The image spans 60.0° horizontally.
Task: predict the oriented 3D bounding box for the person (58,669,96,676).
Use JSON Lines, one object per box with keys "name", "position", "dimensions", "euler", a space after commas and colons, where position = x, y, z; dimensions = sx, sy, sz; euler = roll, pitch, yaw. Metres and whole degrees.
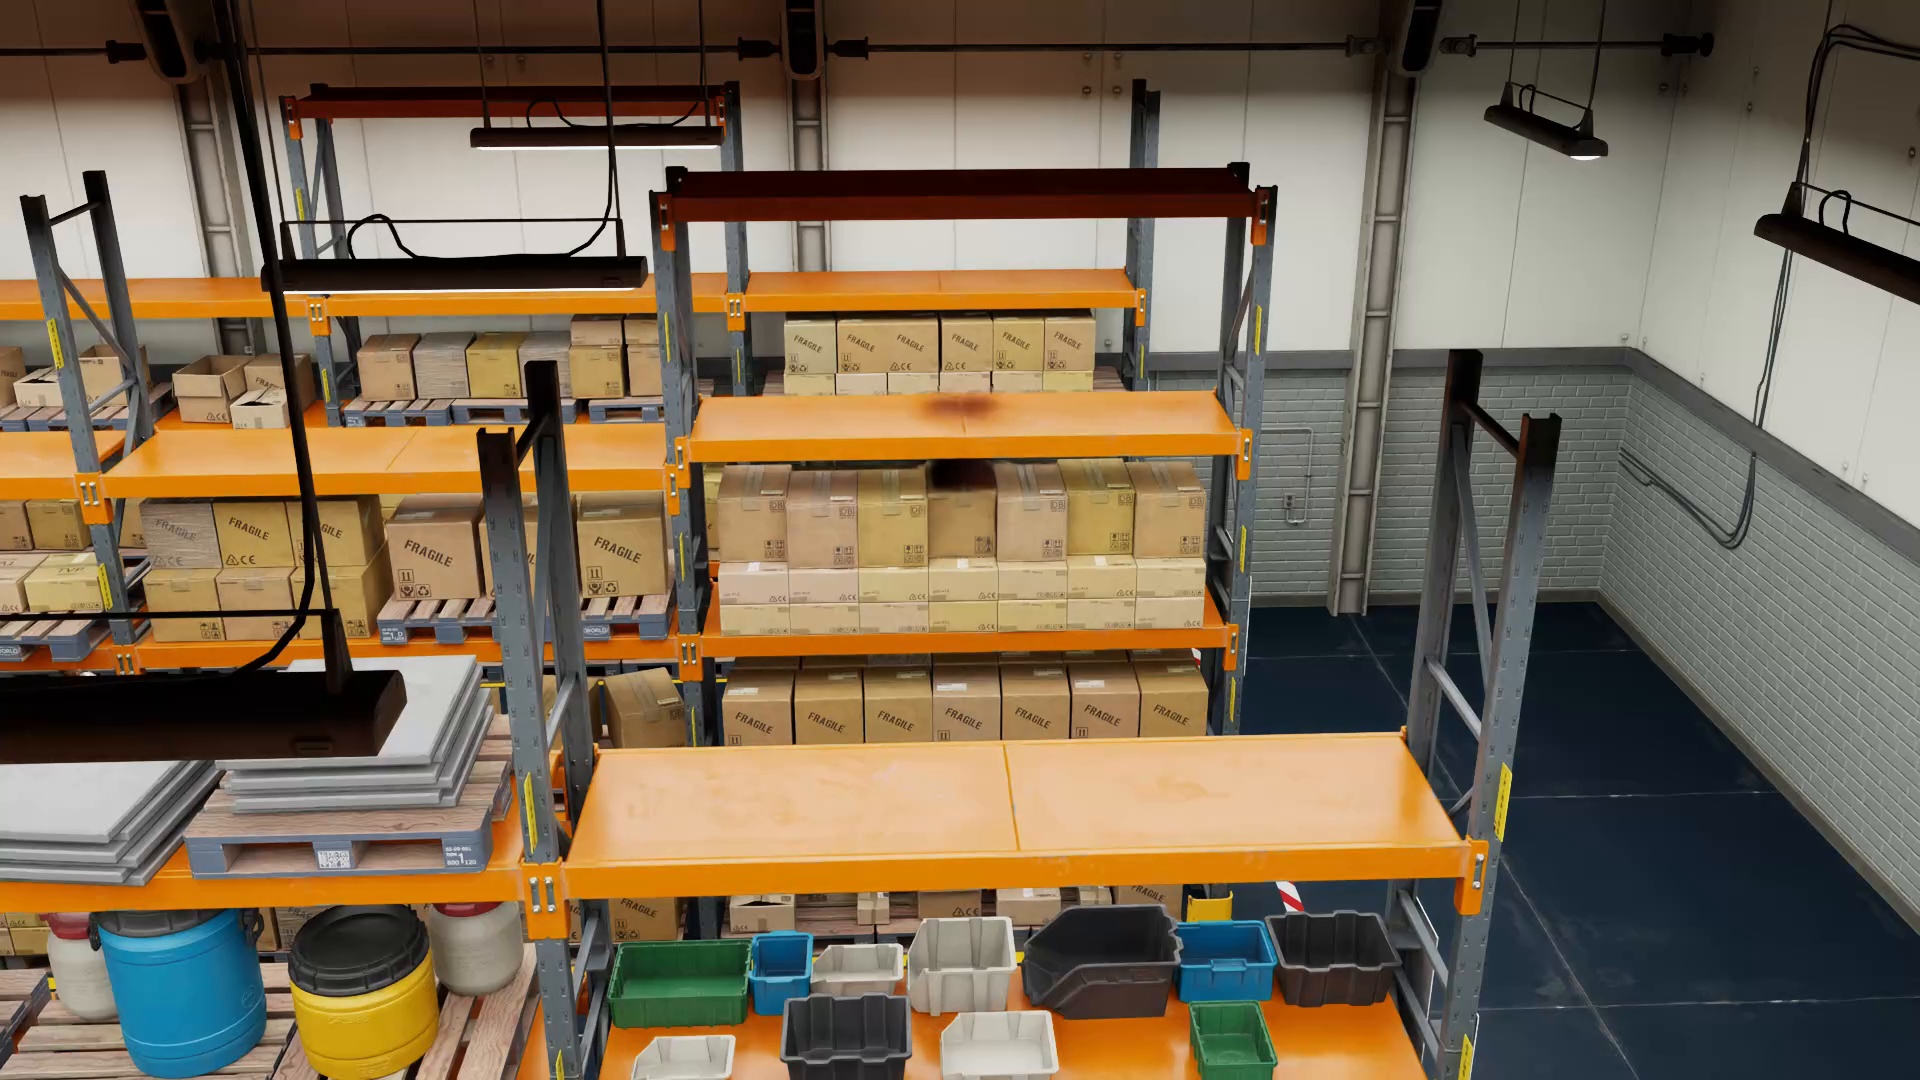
{"name": "person", "position": [-7.691, 1.711, 14.660], "dimensions": [0.457, 1.685, 0.495], "euler": [13, 26, 29]}
